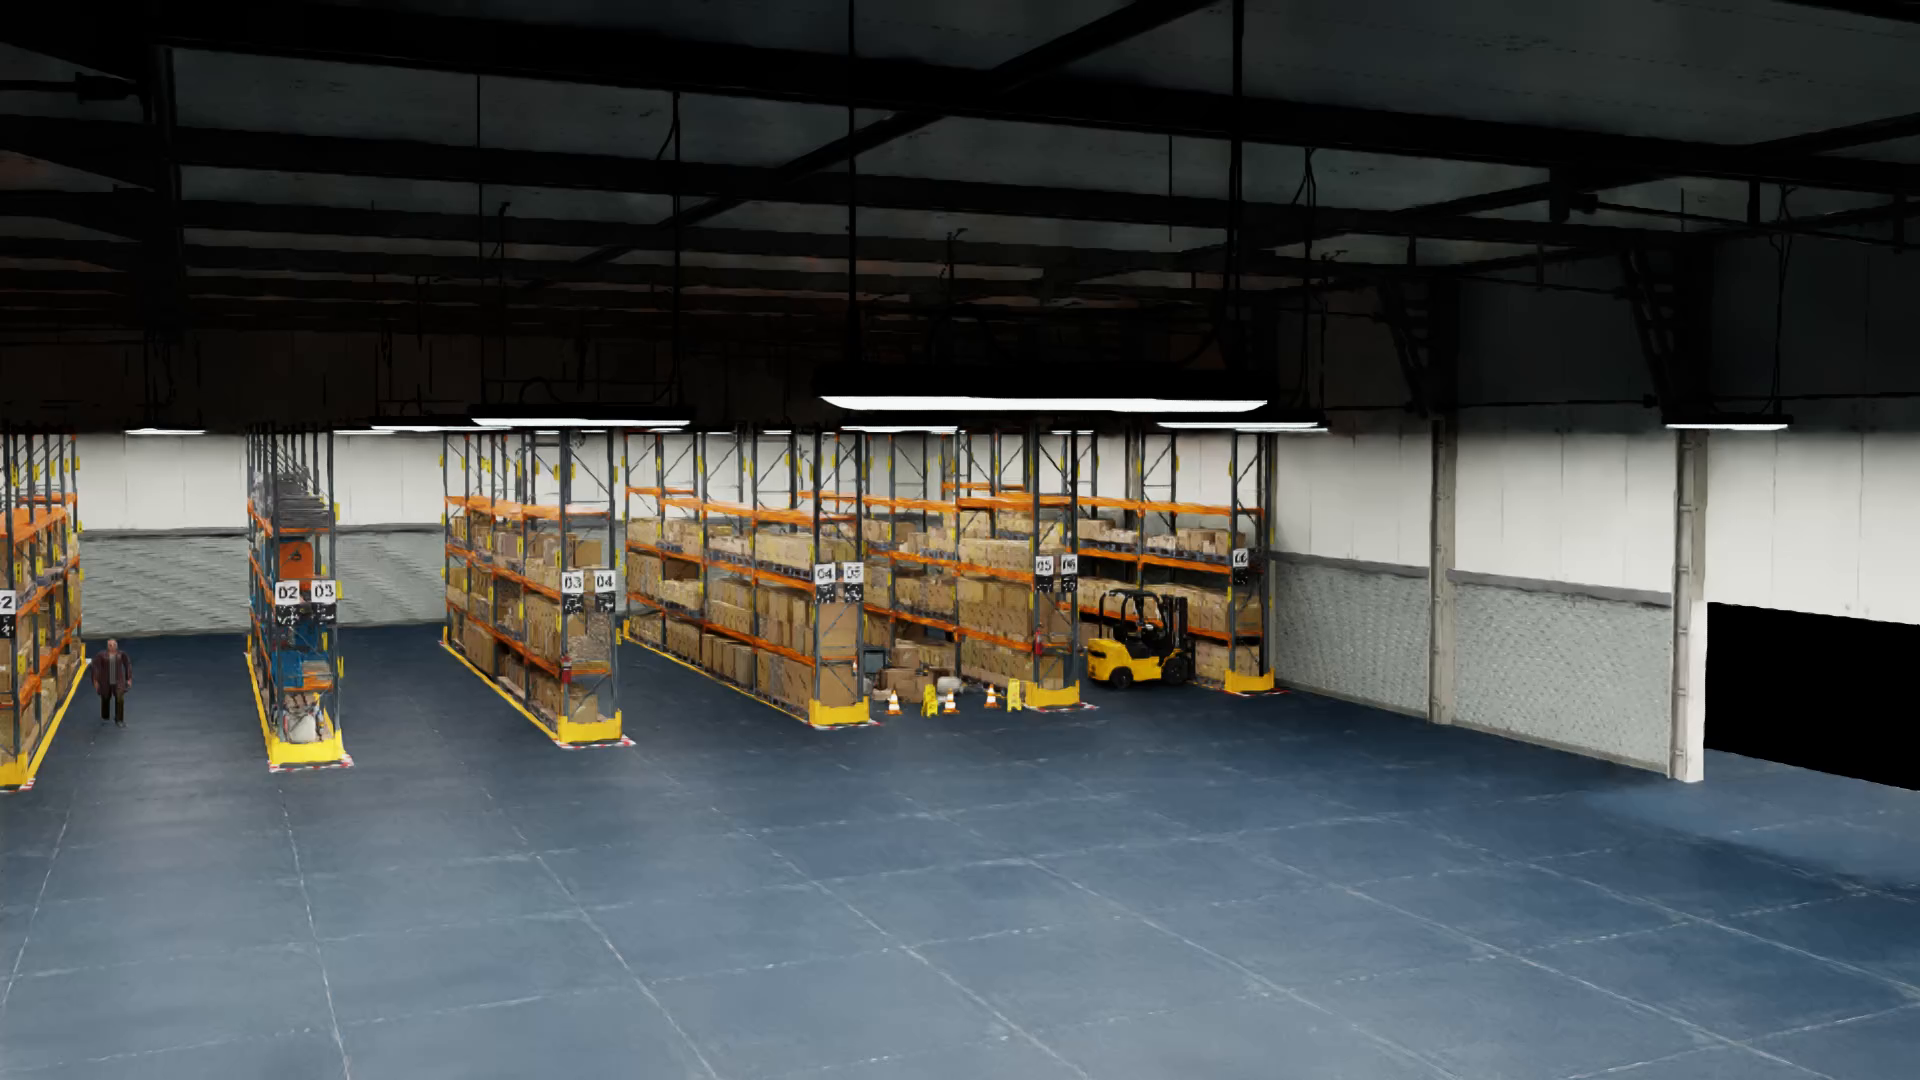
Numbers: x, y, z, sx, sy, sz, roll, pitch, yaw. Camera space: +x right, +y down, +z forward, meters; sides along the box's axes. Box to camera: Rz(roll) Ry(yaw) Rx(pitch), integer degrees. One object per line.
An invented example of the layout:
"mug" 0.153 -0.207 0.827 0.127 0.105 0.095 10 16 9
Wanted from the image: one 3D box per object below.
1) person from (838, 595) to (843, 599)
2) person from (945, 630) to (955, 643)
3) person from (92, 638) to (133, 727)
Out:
"person" -3.125 2.224 43.031 0.534 1.589 0.521 0 4 -2
"person" -0.178 2.095 44.047 0.584 1.727 0.450 2 4 34
"person" -16.779 2.797 32.904 0.729 1.753 0.765 -2 4 -32
